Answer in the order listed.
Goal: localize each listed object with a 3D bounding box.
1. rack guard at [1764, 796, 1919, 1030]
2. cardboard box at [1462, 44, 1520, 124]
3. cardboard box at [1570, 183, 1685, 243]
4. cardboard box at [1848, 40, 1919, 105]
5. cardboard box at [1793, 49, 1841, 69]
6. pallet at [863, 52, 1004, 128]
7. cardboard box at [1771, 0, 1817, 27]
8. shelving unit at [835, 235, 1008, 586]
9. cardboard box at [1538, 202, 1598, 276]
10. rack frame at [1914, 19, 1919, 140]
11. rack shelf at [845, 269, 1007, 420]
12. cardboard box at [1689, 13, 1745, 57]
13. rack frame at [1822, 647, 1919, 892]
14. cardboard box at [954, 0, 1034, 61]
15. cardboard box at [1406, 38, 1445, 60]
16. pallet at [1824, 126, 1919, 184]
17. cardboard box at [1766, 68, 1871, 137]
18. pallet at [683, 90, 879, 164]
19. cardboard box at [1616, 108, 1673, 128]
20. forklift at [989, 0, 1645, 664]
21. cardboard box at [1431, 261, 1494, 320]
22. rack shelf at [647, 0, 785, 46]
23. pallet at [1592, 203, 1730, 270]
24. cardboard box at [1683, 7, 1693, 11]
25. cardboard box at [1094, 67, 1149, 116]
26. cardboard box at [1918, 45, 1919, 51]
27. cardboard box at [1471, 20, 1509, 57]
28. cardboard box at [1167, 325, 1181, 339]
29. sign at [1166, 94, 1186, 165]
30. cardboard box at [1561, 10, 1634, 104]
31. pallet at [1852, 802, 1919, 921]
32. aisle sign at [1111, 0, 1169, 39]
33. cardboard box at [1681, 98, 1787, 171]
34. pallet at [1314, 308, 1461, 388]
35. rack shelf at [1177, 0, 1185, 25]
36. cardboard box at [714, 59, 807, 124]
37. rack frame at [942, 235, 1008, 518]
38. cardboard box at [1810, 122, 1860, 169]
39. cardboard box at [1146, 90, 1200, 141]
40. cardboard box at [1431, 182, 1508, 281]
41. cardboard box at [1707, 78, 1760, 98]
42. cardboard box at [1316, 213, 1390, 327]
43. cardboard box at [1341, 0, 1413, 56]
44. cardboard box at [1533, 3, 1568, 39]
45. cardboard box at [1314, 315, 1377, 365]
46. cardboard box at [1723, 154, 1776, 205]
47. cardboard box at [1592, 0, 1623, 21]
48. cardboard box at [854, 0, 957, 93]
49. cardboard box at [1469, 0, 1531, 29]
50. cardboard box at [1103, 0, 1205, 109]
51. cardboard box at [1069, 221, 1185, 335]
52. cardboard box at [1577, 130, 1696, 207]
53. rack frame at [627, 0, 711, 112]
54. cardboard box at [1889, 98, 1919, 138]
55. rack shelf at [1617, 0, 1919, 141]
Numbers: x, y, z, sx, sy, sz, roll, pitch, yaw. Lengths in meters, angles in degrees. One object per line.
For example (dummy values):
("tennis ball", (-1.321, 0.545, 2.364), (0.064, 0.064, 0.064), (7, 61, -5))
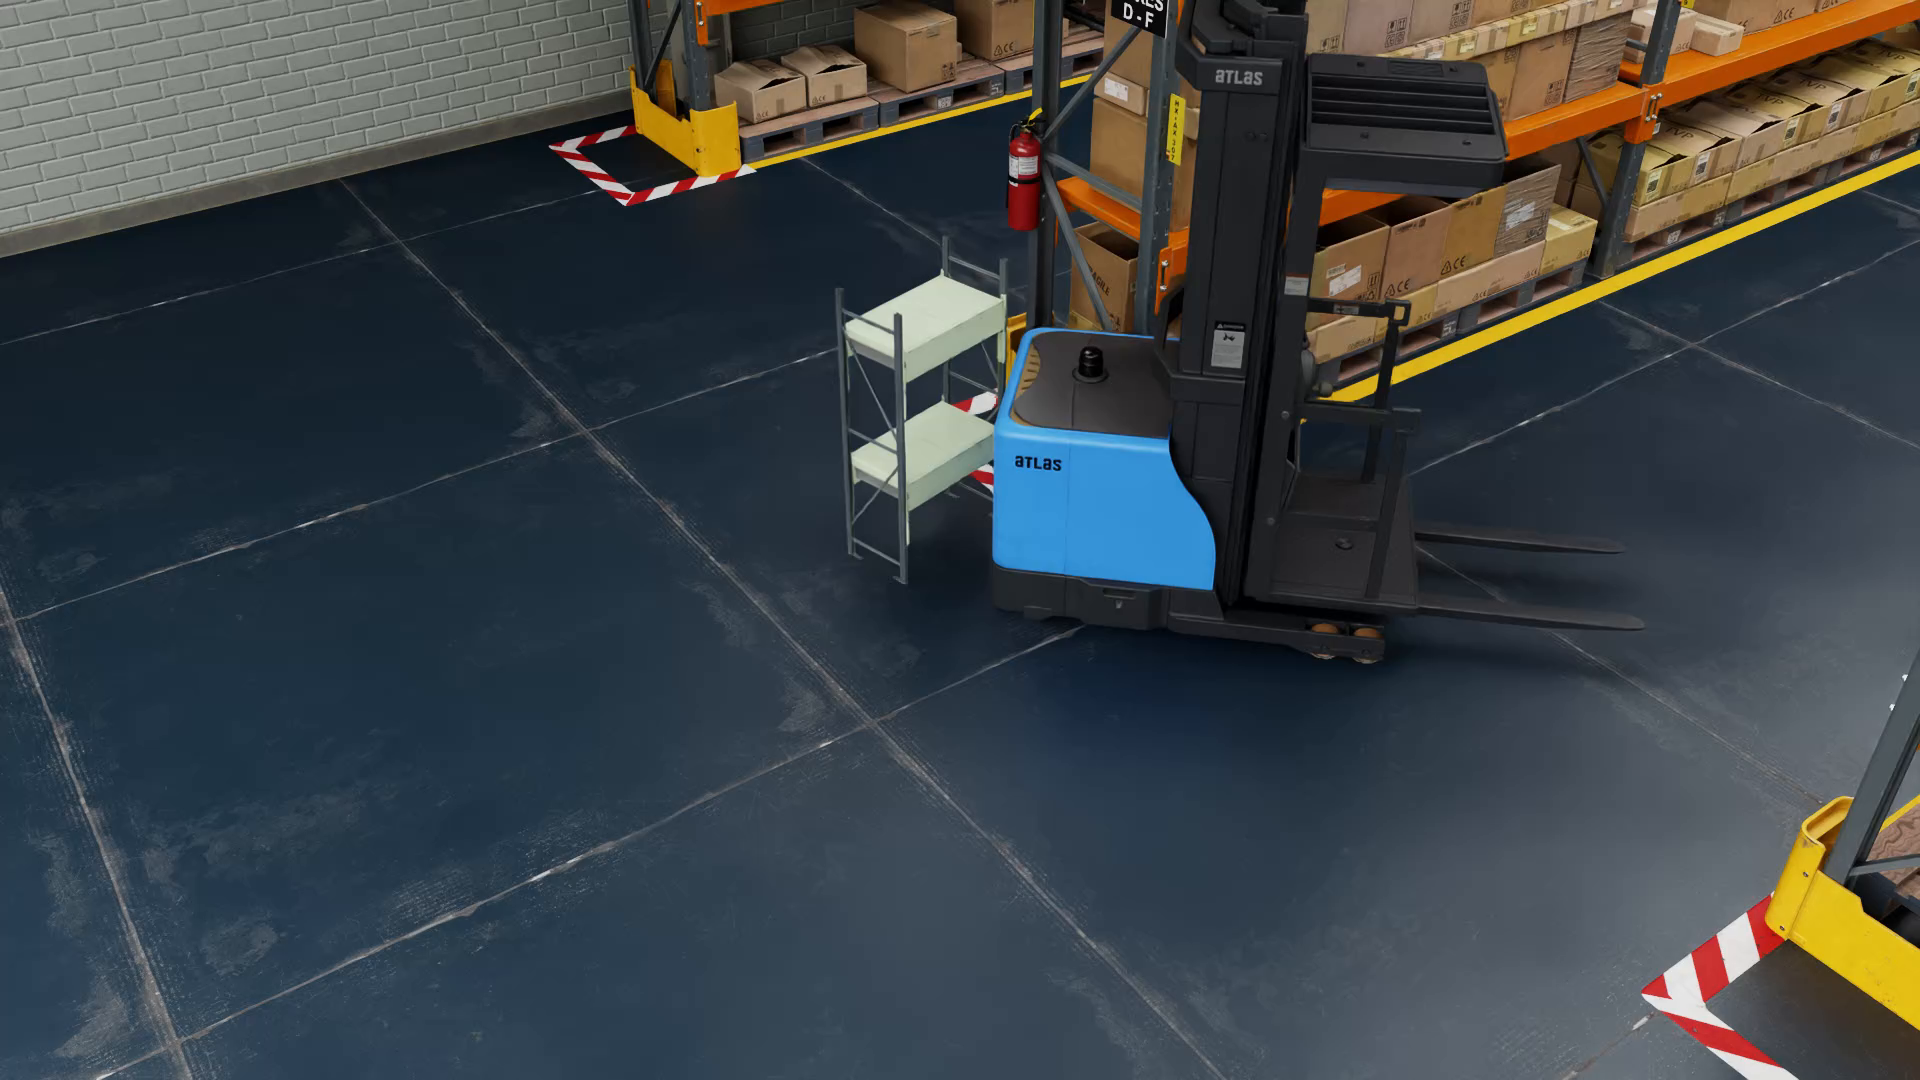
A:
("rack guard", (3.594, 1.502, 6.047), (0.348, 0.500, 1.175), (-22, 41, -28))
("cardboard box", (2.780, -2.717, 9.686), (0.500, 0.500, 0.700), (-22, 41, -27))
("cardboard box", (4.451, -2.248, 11.115), (0.500, 0.250, 0.500), (-23, 42, -29))
("cardboard box", (6.962, -3.510, 12.389), (0.500, 0.311, 0.500), (-21, 41, -27))
("cardboard box", (6.226, -3.587, 12.496), (0.500, 0.311, 0.500), (-23, 42, -29))
("pallet", (-0.405, -3.751, 13.599), (1.213, 0.211, 1.003), (-22, 41, -28))
("cardboard box", (5.455, -3.813, 11.210), (0.500, 0.500, 0.500), (-22, 41, -28))
("shelving unit", (-0.171, -0.625, 8.147), (0.431, 1.500, 0.755), (27, 44, 33))
("cardboard box", (3.725, -1.970, 10.729), (0.500, 0.250, 0.500), (-22, 41, -28))
("rack frame", (7.248, -4.521, 12.281), (0.127, 3.000, 1.000), (-22, 41, -28))
("rack shelf", (-0.171, -0.942, 7.920), (0.431, 0.370, 0.720), (27, 44, 33))
("cardboard box", (4.820, -3.274, 10.762), (0.250, 0.149, 0.380), (-22, 41, -28))
("rack frame", (3.559, 0.535, 5.251), (0.127, 3.000, 1.000), (-22, 41, -28))
("cardboard box", (0.296, -4.335, 13.785), (0.500, 0.500, 0.500), (-26, 43, -31))
("cardboard box", (2.410, -2.680, 9.080), (0.250, 0.149, 0.380), (-22, 41, -27))
("pallet", (6.553, -3.131, 12.736), (1.213, 0.211, 1.003), (-22, 41, -28))
("cardboard box", (6.126, -3.163, 11.908), (0.500, 0.311, 0.500), (-23, 41, -28))
("pallet", (-1.401, -3.343, 13.031), (1.213, 0.211, 1.003), (-22, 41, -28))
("cardboard box", (4.566, -2.909, 11.554), (0.500, 0.311, 0.500), (-21, 41, -27))
("forklift", (1.707, -0.951, 7.375), (3.031, 2.935, 1.130), (6, 36, 8))
("cardboard box", (2.911, -1.631, 10.258), (0.500, 0.250, 0.500), (-22, 41, -28))
("rack shelf", (-0.513, -4.574, 12.970), (4.000, 0.370, 1.077), (-22, 41, -28))
("pallet", (4.558, -2.310, 11.595), (1.213, 0.211, 1.003), (-22, 41, -28))
("cardboard box", (4.591, -3.505, 10.983), (0.258, 0.266, 0.396), (-23, 42, -29))
("cardboard box", (0.911, -2.354, 8.626), (0.250, 0.149, 0.380), (-23, 42, -29))
("cardboard box", (7.785, -3.702, 12.906), (0.500, 0.500, 0.500), (-21, 41, -26))
("cardboard box", (2.841, -2.860, 9.330), (0.250, 0.149, 0.380), (-21, 41, -27))
("cardboard box", (1.275, -0.959, 9.323), (0.500, 0.250, 0.500), (-22, 41, -28))
("sign", (1.024, -1.947, 7.893), (0.005, 0.325, 0.100), (-22, 41, -28))
("cardboard box", (3.619, -3.064, 10.169), (0.500, 0.500, 0.700), (-24, 42, -29))
("pallet", (4.261, 1.348, 6.508), (1.213, 0.211, 1.003), (-22, 41, -28))
("aisle sign", (0.831, -2.718, 7.547), (0.004, 0.787, 0.394), (-22, 41, -28))
("cardboard box", (5.294, -2.819, 11.428), (0.500, 0.311, 0.500), (-24, 42, -29))
("pallet", (2.306, -1.384, 10.306), (1.213, 0.211, 1.003), (-22, 41, -28))
("rack shelf", (2.344, -3.429, 8.809), (4.000, 0.370, 1.077), (-22, 41, -28))
("cardboard box", (-1.531, -3.470, 12.746), (0.500, 0.311, 0.500), (-28, 44, -33))
("rack frame", (0.071, -0.785, 8.370), (0.400, 1.500, 0.023), (27, 44, 33))
("cardboard box", (6.126, -2.939, 12.077), (0.500, 0.250, 0.500), (-21, 41, -27))
("cardboard box", (1.154, -2.164, 8.362), (0.250, 0.149, 0.380), (-23, 41, -28))
("cardboard box", (2.903, -1.942, 10.047), (0.500, 0.500, 0.500), (-22, 41, -28))
("cardboard box", (5.388, -3.243, 12.018), (0.500, 0.311, 0.500), (-23, 42, -28))
("cardboard box", (2.084, -1.607, 9.582), (0.500, 0.500, 0.500), (-22, 41, -28))
("cardboard box", (1.979, -2.916, 8.852), (0.500, 0.500, 0.700), (-22, 41, -28))
("cardboard box", (3.249, -3.026, 9.560), (0.250, 0.149, 0.380), (-22, 41, -28))
("cardboard box", (2.091, -1.297, 9.793), (0.500, 0.250, 0.500), (-22, 41, -28))
("cardboard box", (5.291, -2.594, 11.597), (0.500, 0.250, 0.500), (-24, 42, -29))
("cardboard box", (3.676, -3.204, 9.808), (0.250, 0.149, 0.380), (-23, 42, -29))
("cardboard box", (-0.436, -3.962, 13.267), (0.500, 0.500, 0.700), (-25, 43, -31))
("cardboard box", (2.797, -3.252, 9.320), (0.500, 0.500, 0.700), (-22, 41, -28))
("cardboard box", (1.141, -2.567, 8.366), (0.500, 0.500, 0.700), (-22, 41, -28))
("cardboard box", (0.976, -1.512, 9.449), (0.500, 0.500, 0.500), (-22, 41, -28))
("cardboard box", (4.460, -2.478, 10.955), (0.500, 0.311, 0.500), (-22, 41, -28))
("rack frame", (-2.148, -4.194, 11.825), (0.127, 3.000, 1.000), (-22, 41, -28))
("cardboard box", (6.958, -3.282, 12.553), (0.500, 0.250, 0.500), (-21, 41, -27))
("rack shelf", (5.613, -3.557, 11.556), (4.000, 0.370, 1.077), (-22, 41, -28))
